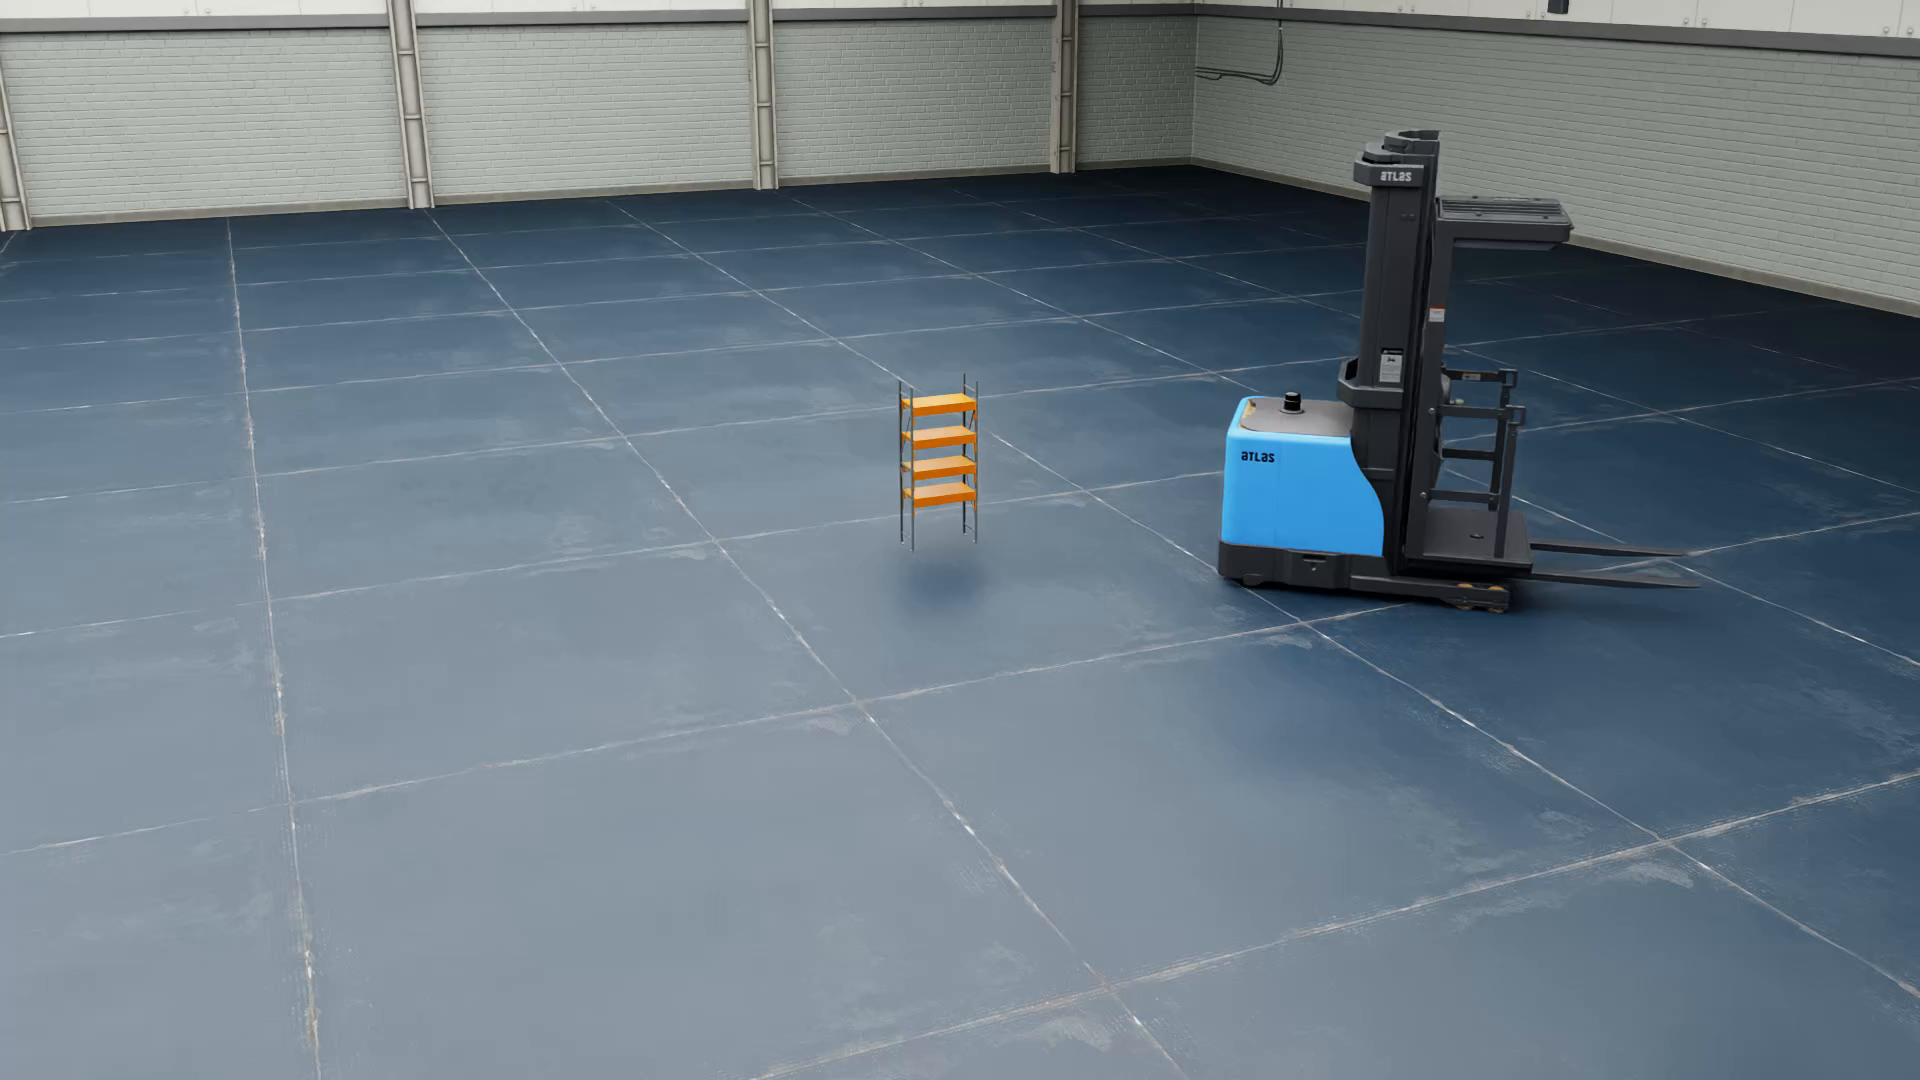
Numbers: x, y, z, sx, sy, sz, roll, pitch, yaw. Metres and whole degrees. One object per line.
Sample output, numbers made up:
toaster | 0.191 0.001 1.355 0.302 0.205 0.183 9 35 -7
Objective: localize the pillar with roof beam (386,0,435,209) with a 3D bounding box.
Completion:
pillar with roof beam | -7.323 -8.514 22.653 0.400 9.000 9.100 -8 21 -22

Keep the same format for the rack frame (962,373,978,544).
rack frame | 0.072 -0.576 11.852 0.015 1.200 0.240 -8 21 -22

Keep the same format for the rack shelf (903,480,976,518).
rack shelf | -0.152 -0.293 11.849 0.480 0.148 0.258 -8 21 -22

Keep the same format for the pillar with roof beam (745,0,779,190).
pillar with roof beam | -1.813 -9.303 24.894 0.400 9.000 9.100 -8 21 -22

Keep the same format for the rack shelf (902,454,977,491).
rack shelf | -0.152 -0.481 11.783 0.480 0.148 0.258 -8 21 -22

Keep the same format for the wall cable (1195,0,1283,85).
wall cable | 5.219 -9.925 31.336 0.112 2.526 3.097 -8 21 -22

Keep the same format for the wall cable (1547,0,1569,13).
wall cable | 8.965 -10.097 22.027 0.169 6.003 2.305 -8 21 -22

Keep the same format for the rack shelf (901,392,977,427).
rack shelf | -0.152 -0.915 11.630 0.480 0.148 0.258 -8 21 -22

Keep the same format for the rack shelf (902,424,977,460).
rack shelf | -0.152 -0.692 11.709 0.480 0.148 0.258 -8 21 -22

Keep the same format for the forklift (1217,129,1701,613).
forklift | 3.306 -1.111 10.764 3.031 2.935 1.130 5 20 14

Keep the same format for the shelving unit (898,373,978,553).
shelving unit | -0.152 -0.544 11.761 0.503 1.200 0.258 -8 21 -22

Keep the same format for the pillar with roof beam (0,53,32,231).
pillar with roof beam | -12.832 -7.725 20.411 0.400 9.000 9.100 -8 21 -22

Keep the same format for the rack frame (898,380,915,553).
rack frame | -0.376 -0.512 11.670 0.015 1.200 0.240 -8 21 -22

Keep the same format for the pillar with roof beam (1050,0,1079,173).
pillar with roof beam | 3.696 -10.092 27.136 0.400 9.000 9.100 -8 21 -22
